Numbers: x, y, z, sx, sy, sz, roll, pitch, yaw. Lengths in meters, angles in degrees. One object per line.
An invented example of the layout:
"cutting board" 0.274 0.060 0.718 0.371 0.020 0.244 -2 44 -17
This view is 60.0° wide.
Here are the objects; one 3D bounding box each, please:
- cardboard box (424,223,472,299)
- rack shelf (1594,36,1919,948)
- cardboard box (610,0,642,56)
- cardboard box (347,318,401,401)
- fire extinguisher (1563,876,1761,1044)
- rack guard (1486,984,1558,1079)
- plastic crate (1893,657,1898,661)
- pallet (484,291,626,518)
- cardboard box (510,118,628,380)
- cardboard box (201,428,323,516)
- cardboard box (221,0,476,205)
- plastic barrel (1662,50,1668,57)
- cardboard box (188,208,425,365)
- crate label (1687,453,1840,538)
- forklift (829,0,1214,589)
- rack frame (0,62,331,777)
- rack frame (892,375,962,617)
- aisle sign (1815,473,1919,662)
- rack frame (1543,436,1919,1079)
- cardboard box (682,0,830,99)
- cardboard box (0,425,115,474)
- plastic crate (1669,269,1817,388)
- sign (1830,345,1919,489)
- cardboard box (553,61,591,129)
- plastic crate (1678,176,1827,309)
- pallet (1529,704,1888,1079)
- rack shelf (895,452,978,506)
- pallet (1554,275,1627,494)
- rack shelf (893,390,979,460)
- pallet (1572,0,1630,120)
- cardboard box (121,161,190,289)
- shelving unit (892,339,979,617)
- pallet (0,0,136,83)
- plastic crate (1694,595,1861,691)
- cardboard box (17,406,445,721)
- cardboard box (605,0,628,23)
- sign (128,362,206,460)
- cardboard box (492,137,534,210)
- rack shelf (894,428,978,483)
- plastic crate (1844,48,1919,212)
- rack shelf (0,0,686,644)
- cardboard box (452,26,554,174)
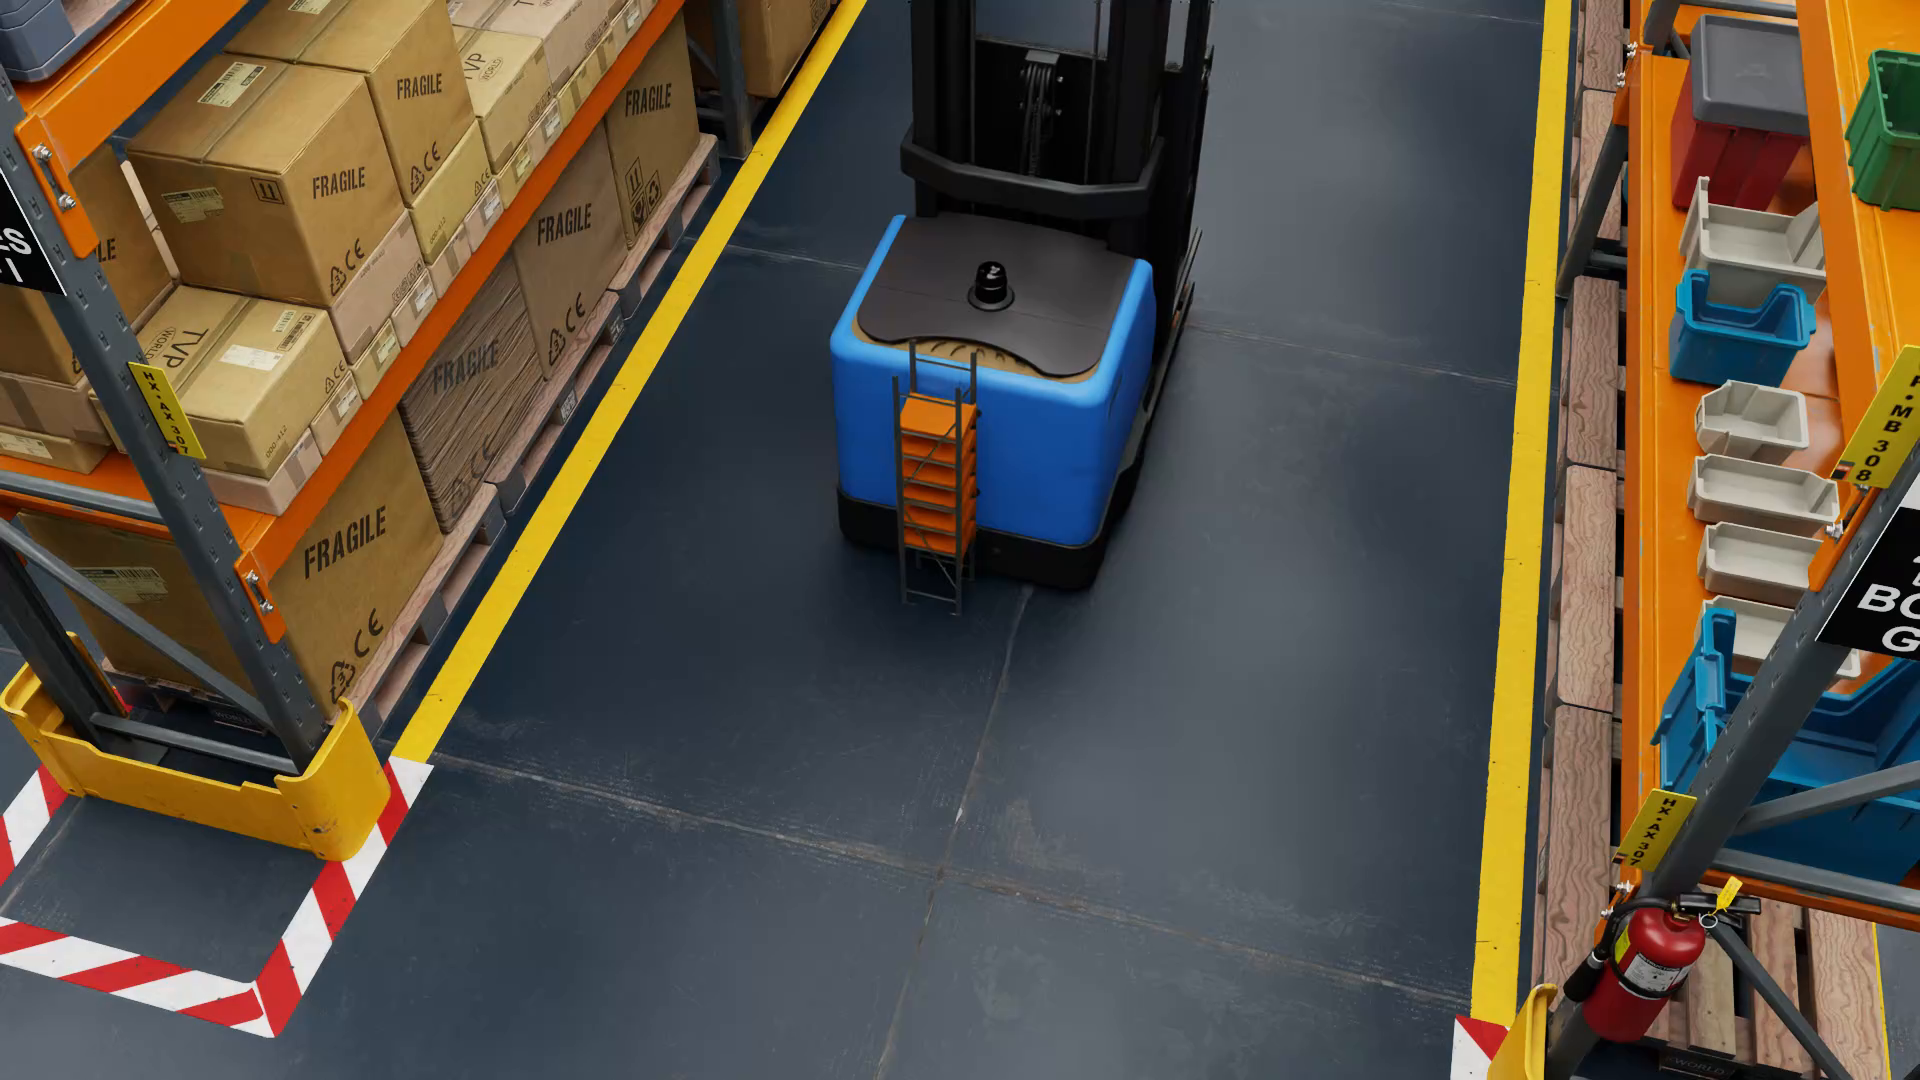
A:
"cardboard box" -1.917 -0.987 5.707 0.380 0.149 0.250 11 49 9
"rack shelf" 2.707 -0.366 5.471 1.077 0.370 4.000 12 50 10
"cardboard box" -1.512 -2.102 6.691 0.380 0.149 0.250 12 50 11
"cardboard box" -2.052 -0.615 5.378 0.380 0.149 0.250 11 49 9
"fire extinguisher" 1.703 1.011 4.076 0.296 0.674 0.183 12 50 10
"rack guard" 2.187 1.690 4.844 1.175 0.500 0.348 12 50 10
"plastic crate" 2.737 0.288 4.485 0.416 0.233 0.300 12 50 10
"pallet" -2.139 -0.686 7.133 1.003 0.211 1.213 12 50 10
"cardboard box" -2.032 -1.351 6.998 0.875 0.875 0.875 12 50 10
"cardboard box" -2.186 -0.243 5.051 0.380 0.149 0.250 12 50 10
"cardboard box" -1.949 -1.463 5.361 0.500 0.500 0.500 10 49 9
"plastic barrel" 3.580 -2.398 7.904 0.600 0.901 0.708 12 50 10
"cardboard box" -2.080 -0.855 5.324 0.500 0.250 0.500 11 49 10
"crate label" 2.361 -0.129 4.918 0.396 0.136 0.243 12 50 10
"forklift" 0.431 -1.913 6.403 1.130 2.935 3.031 13 50 11
"rack frame" -2.597 -0.135 4.787 1.000 3.000 0.127 12 50 10
"rack frame" -0.110 -0.128 5.982 0.240 1.200 0.006 13 50 11
"aisle sign" 1.879 -0.023 2.955 0.394 0.787 0.004 12 50 10
"rack frame" 2.178 0.842 3.925 0.949 2.616 0.053 12 50 10
"cardboard box" -1.396 -2.931 8.392 1.225 0.875 0.875 12 50 10
"cardboard box" -2.821 -0.374 5.166 0.380 0.149 0.250 12 50 11
"plastic crate" 2.474 -0.658 5.321 0.416 0.233 0.300 12 50 10
"sign" 1.646 -0.212 2.925 0.100 0.325 0.005 12 50 10
"cardboard box" -1.647 -1.730 6.363 0.380 0.149 0.250 11 49 9
"plastic crate" 2.654 -0.963 5.557 0.437 0.282 0.530 12 50 10
"pallet" 2.435 1.176 5.490 1.003 0.211 1.213 12 50 10
"rack shelf" -0.084 -0.244 5.983 0.258 0.103 0.180 13 50 11
"pallet" 3.078 -0.588 7.047 1.003 0.211 1.213 12 50 10
"rack shelf" -0.084 -0.403 5.803 0.258 0.103 0.180 13 50 11
"pallet" 3.796 -2.563 8.790 1.003 0.211 1.213 12 50 10
"cardboard box" -2.592 -0.953 5.411 0.500 0.250 0.500 11 49 9
"shelving unit" -0.084 -0.194 6.040 0.258 1.200 0.189 13 50 11
"pallet" -2.412 -1.637 4.171 1.003 0.211 1.213 12 50 10
"plastic crate" 2.221 0.284 4.553 0.396 0.136 0.243 12 50 10
"cardboard box" -2.506 -0.049 5.849 0.875 0.875 0.875 12 50 10
"cardboard box" -1.542 -2.331 6.627 0.500 0.250 0.500 13 50 11
"sign" -2.064 -0.334 4.332 0.100 0.325 0.005 12 50 10
"cardboard box" -1.782 -1.356 6.033 0.380 0.149 0.250 10 49 9
"rack shelf" -0.084 -0.324 5.893 0.258 0.103 0.180 13 50 11
"plastic crate" 2.165 -0.850 3.559 0.450 0.188 0.336 12 50 10
"rack shelf" -2.071 -1.343 6.334 1.077 0.370 4.000 12 50 10
"cardboard box" -1.812 -1.596 5.978 0.500 0.250 0.500 11 49 9
